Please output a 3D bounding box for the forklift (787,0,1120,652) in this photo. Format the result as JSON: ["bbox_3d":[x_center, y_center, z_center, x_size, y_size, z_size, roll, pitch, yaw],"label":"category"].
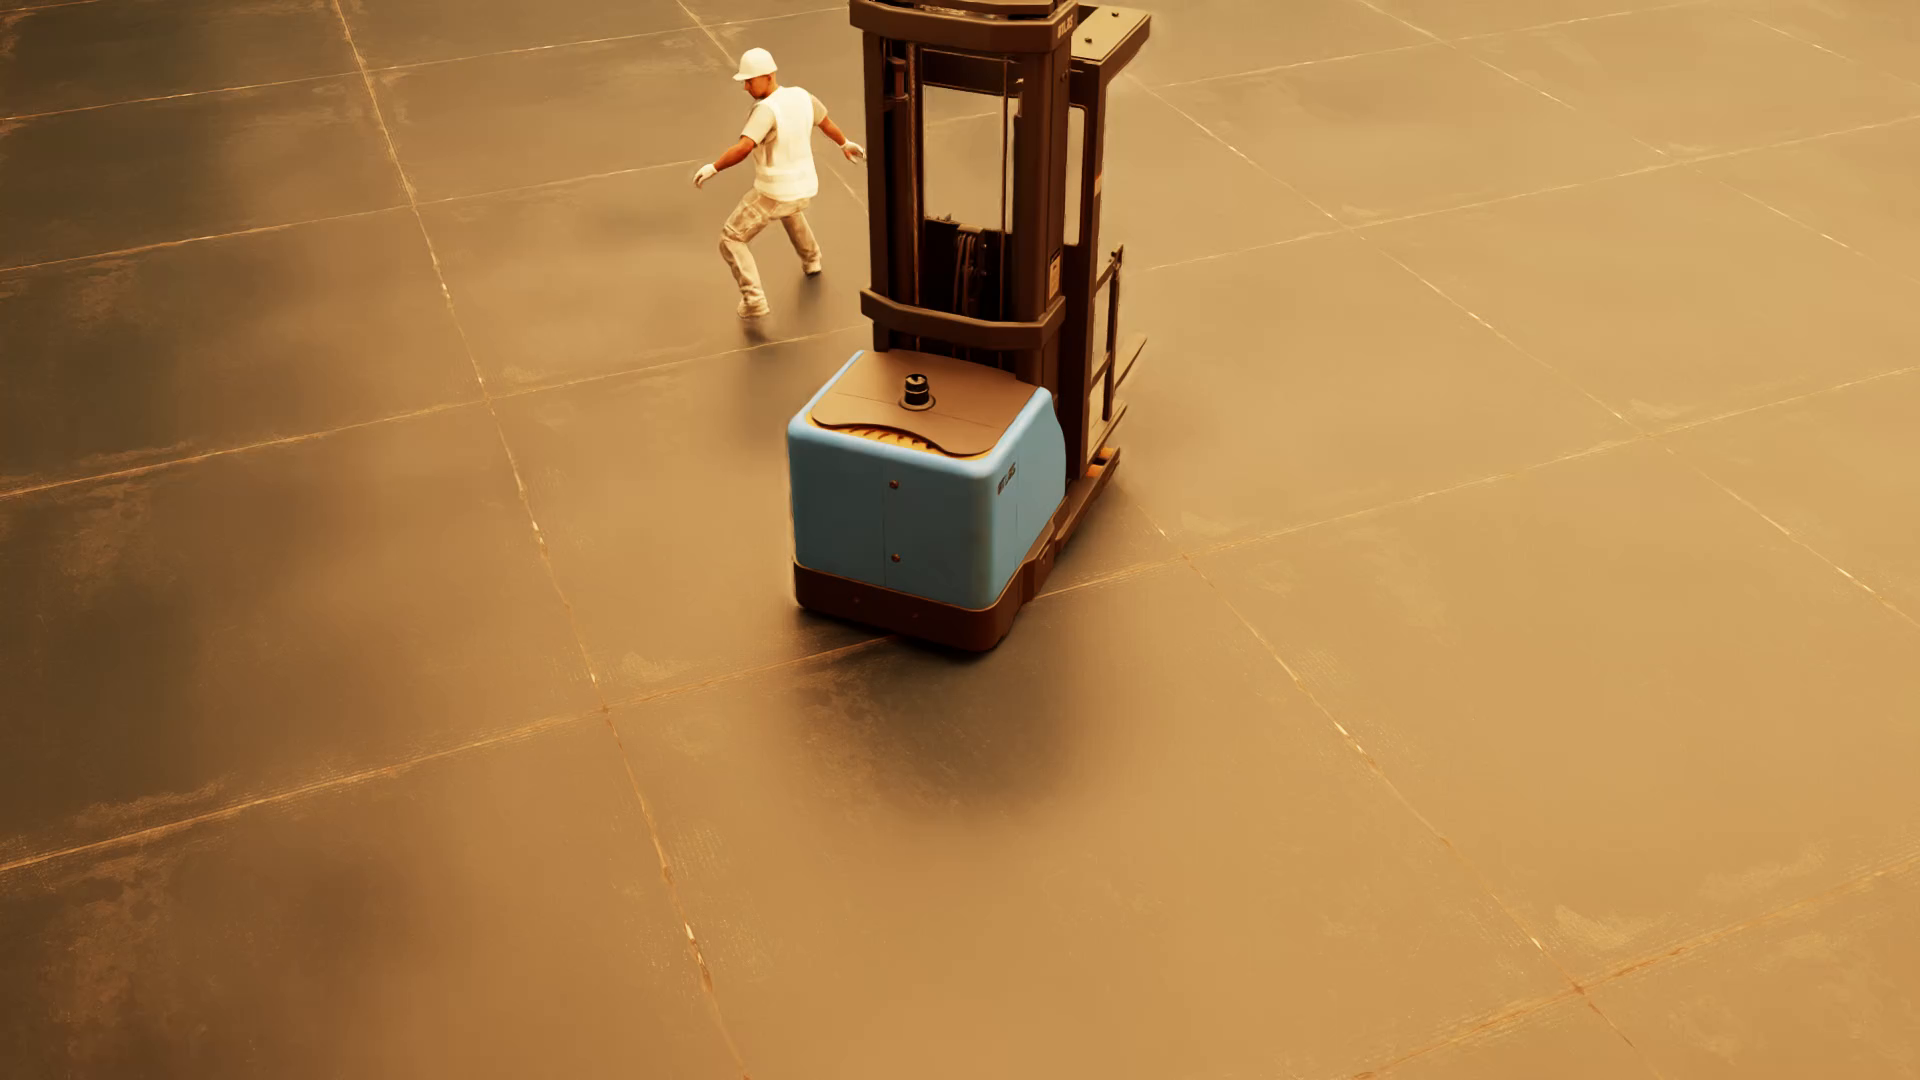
[{"bbox_3d":[0.231,-1.521,8.238,1.130,2.935,3.031,14,38,18],"label":"forklift"}]

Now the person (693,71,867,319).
[{"bbox_3d":[-1.106,-2.232,10.474,0.556,1.663,1.232,23,41,28],"label":"person"}]
